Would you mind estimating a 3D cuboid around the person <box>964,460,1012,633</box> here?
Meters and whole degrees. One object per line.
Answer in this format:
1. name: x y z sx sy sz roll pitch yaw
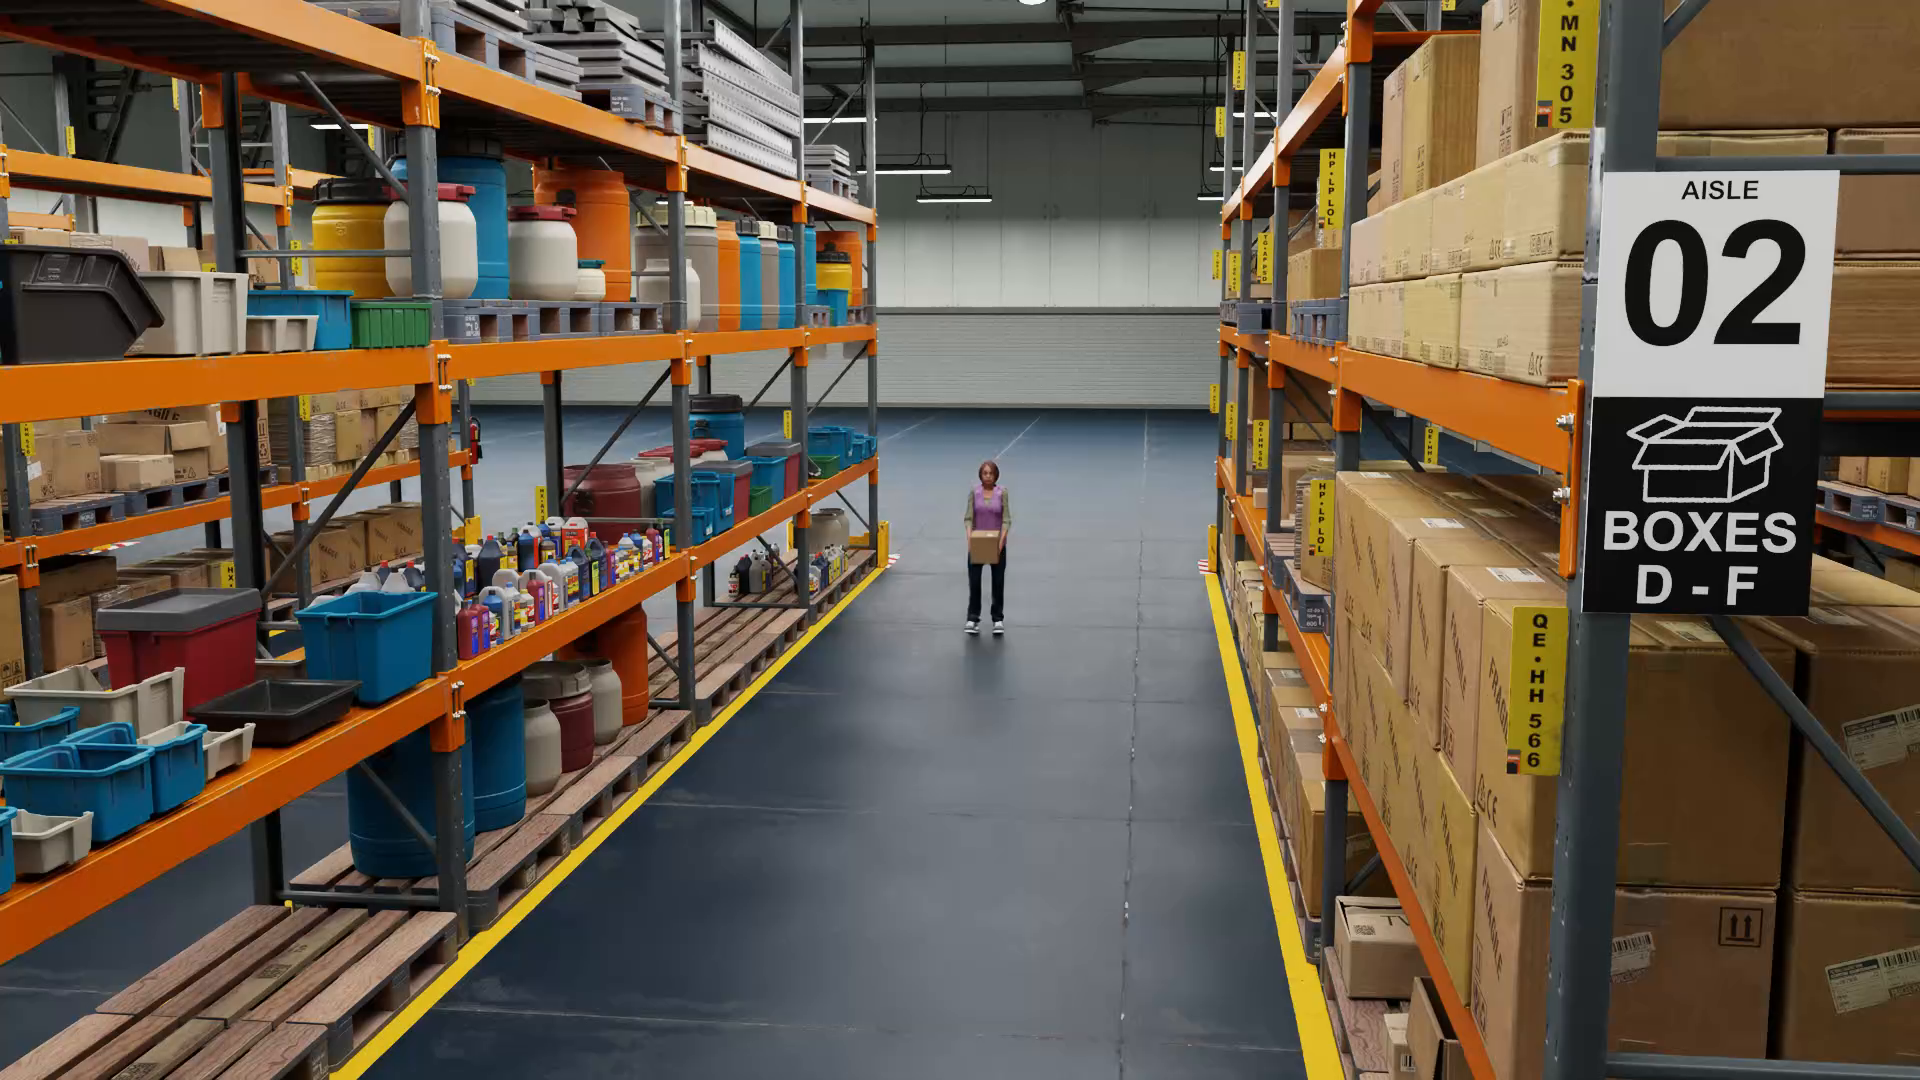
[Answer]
1. person: 0.252 0.071 15.350 0.444 1.587 0.424 1 8 5
